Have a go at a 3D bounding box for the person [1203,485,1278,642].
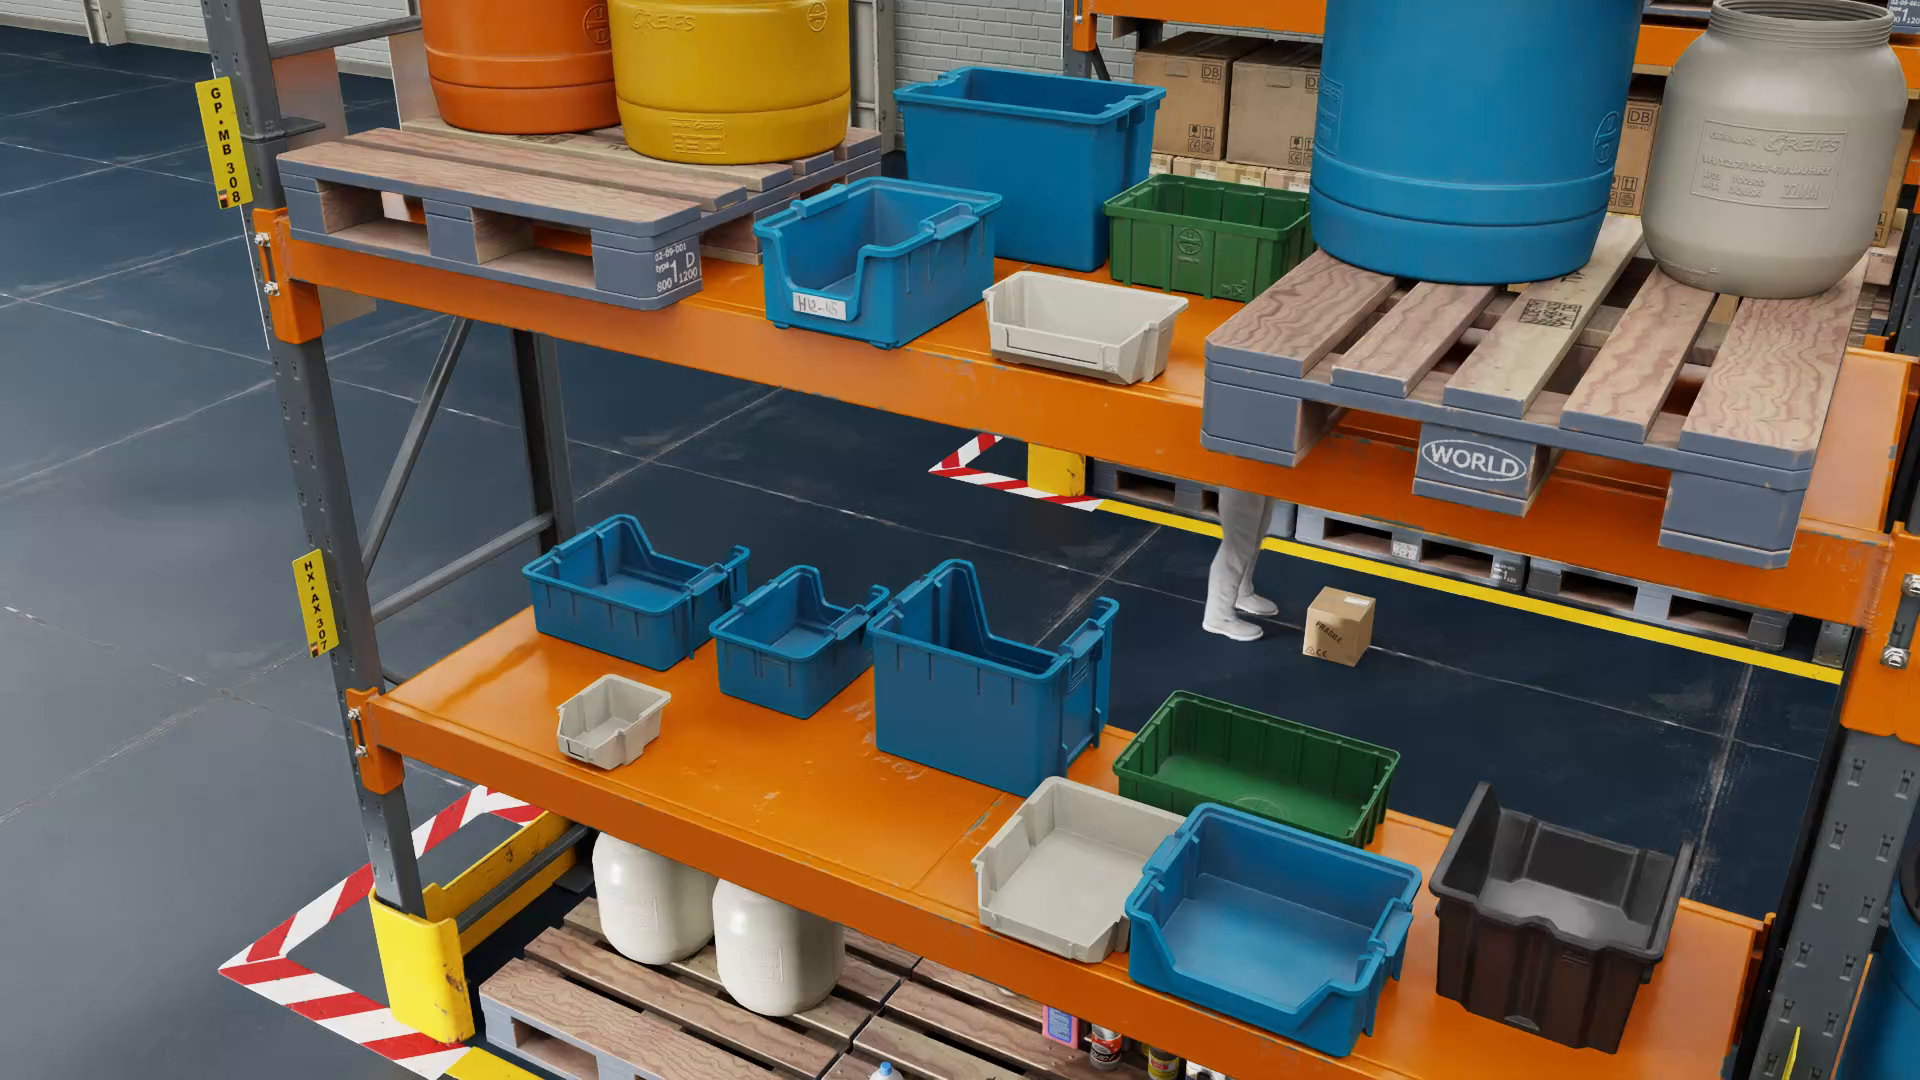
[{"bbox_3d":[1.374,-0.341,7.773,0.337,1.695,0.467,15,30,28],"label":"person"}]
